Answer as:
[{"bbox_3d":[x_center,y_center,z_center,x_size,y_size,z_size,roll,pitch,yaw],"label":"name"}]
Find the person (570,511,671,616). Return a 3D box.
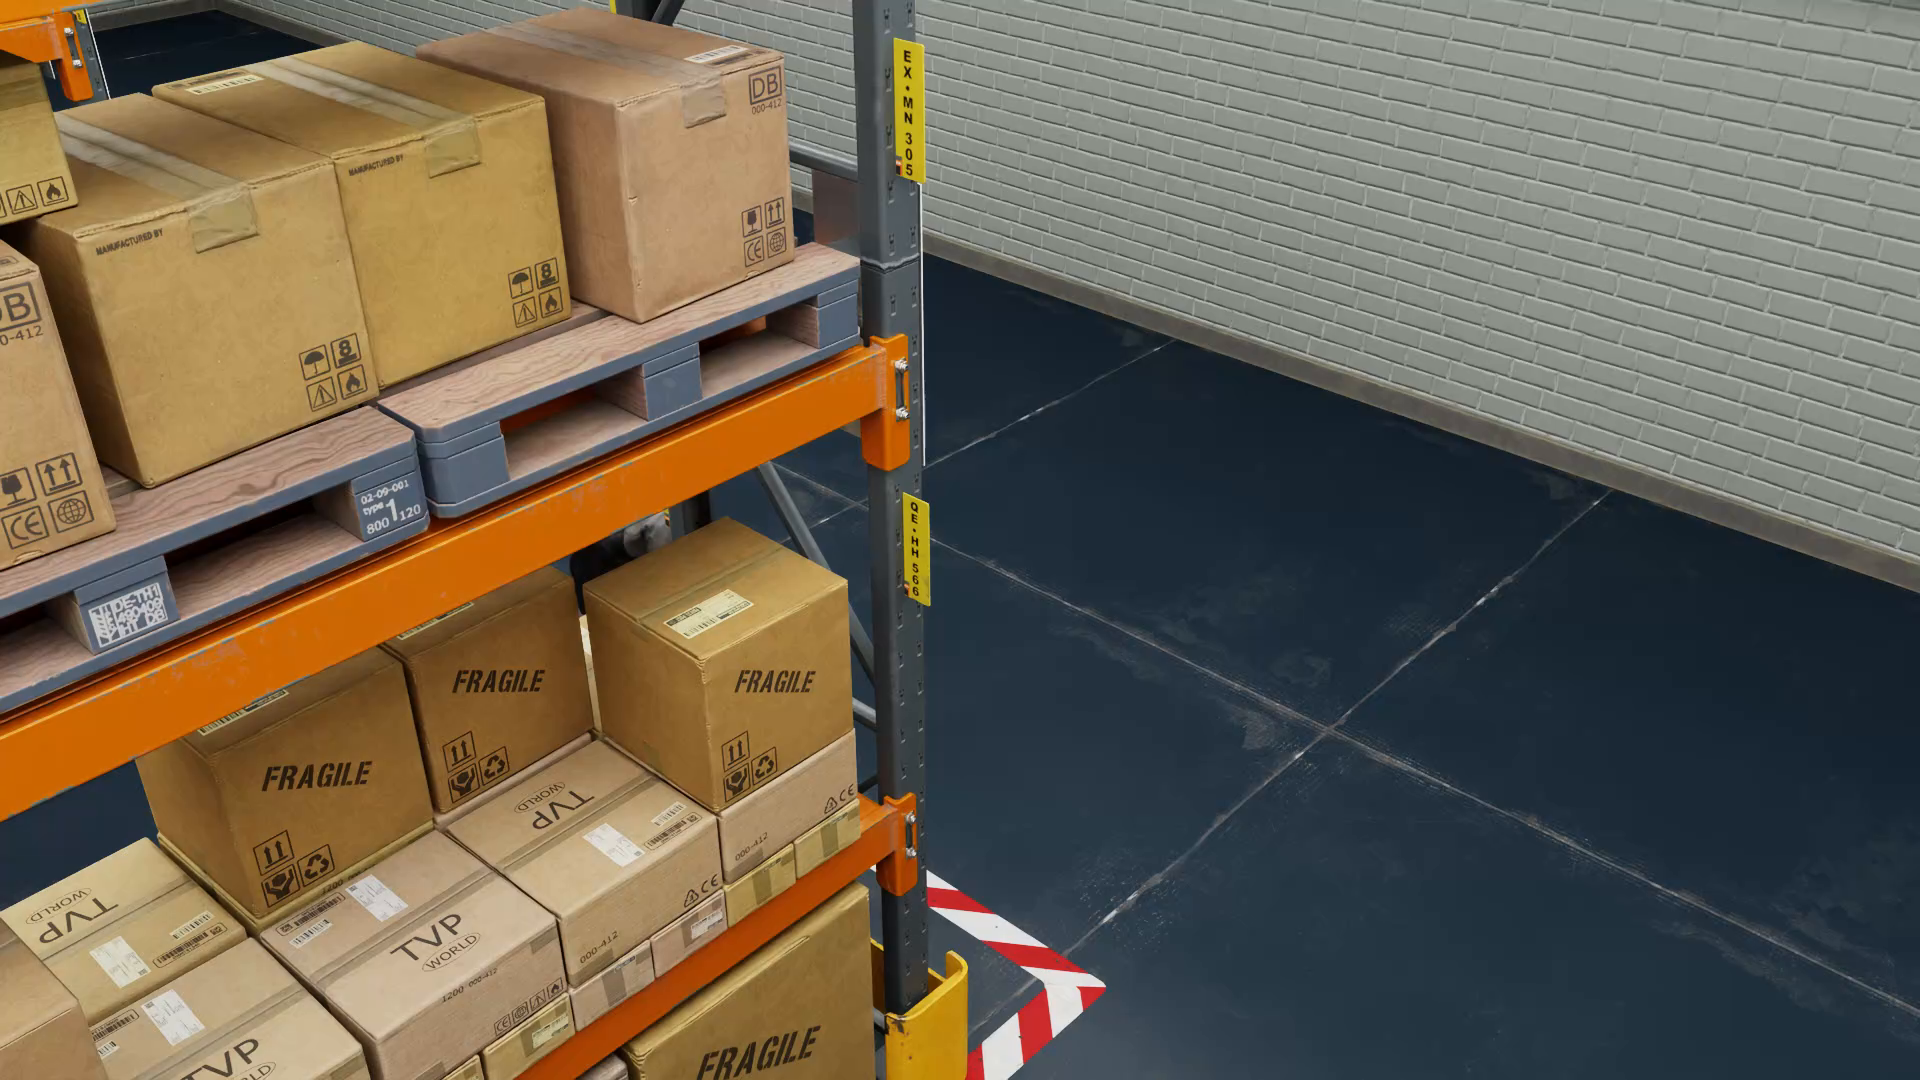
[{"bbox_3d":[-1.324,0.307,6.669,0.532,1.732,0.357,26,40,36],"label":"person"}]
